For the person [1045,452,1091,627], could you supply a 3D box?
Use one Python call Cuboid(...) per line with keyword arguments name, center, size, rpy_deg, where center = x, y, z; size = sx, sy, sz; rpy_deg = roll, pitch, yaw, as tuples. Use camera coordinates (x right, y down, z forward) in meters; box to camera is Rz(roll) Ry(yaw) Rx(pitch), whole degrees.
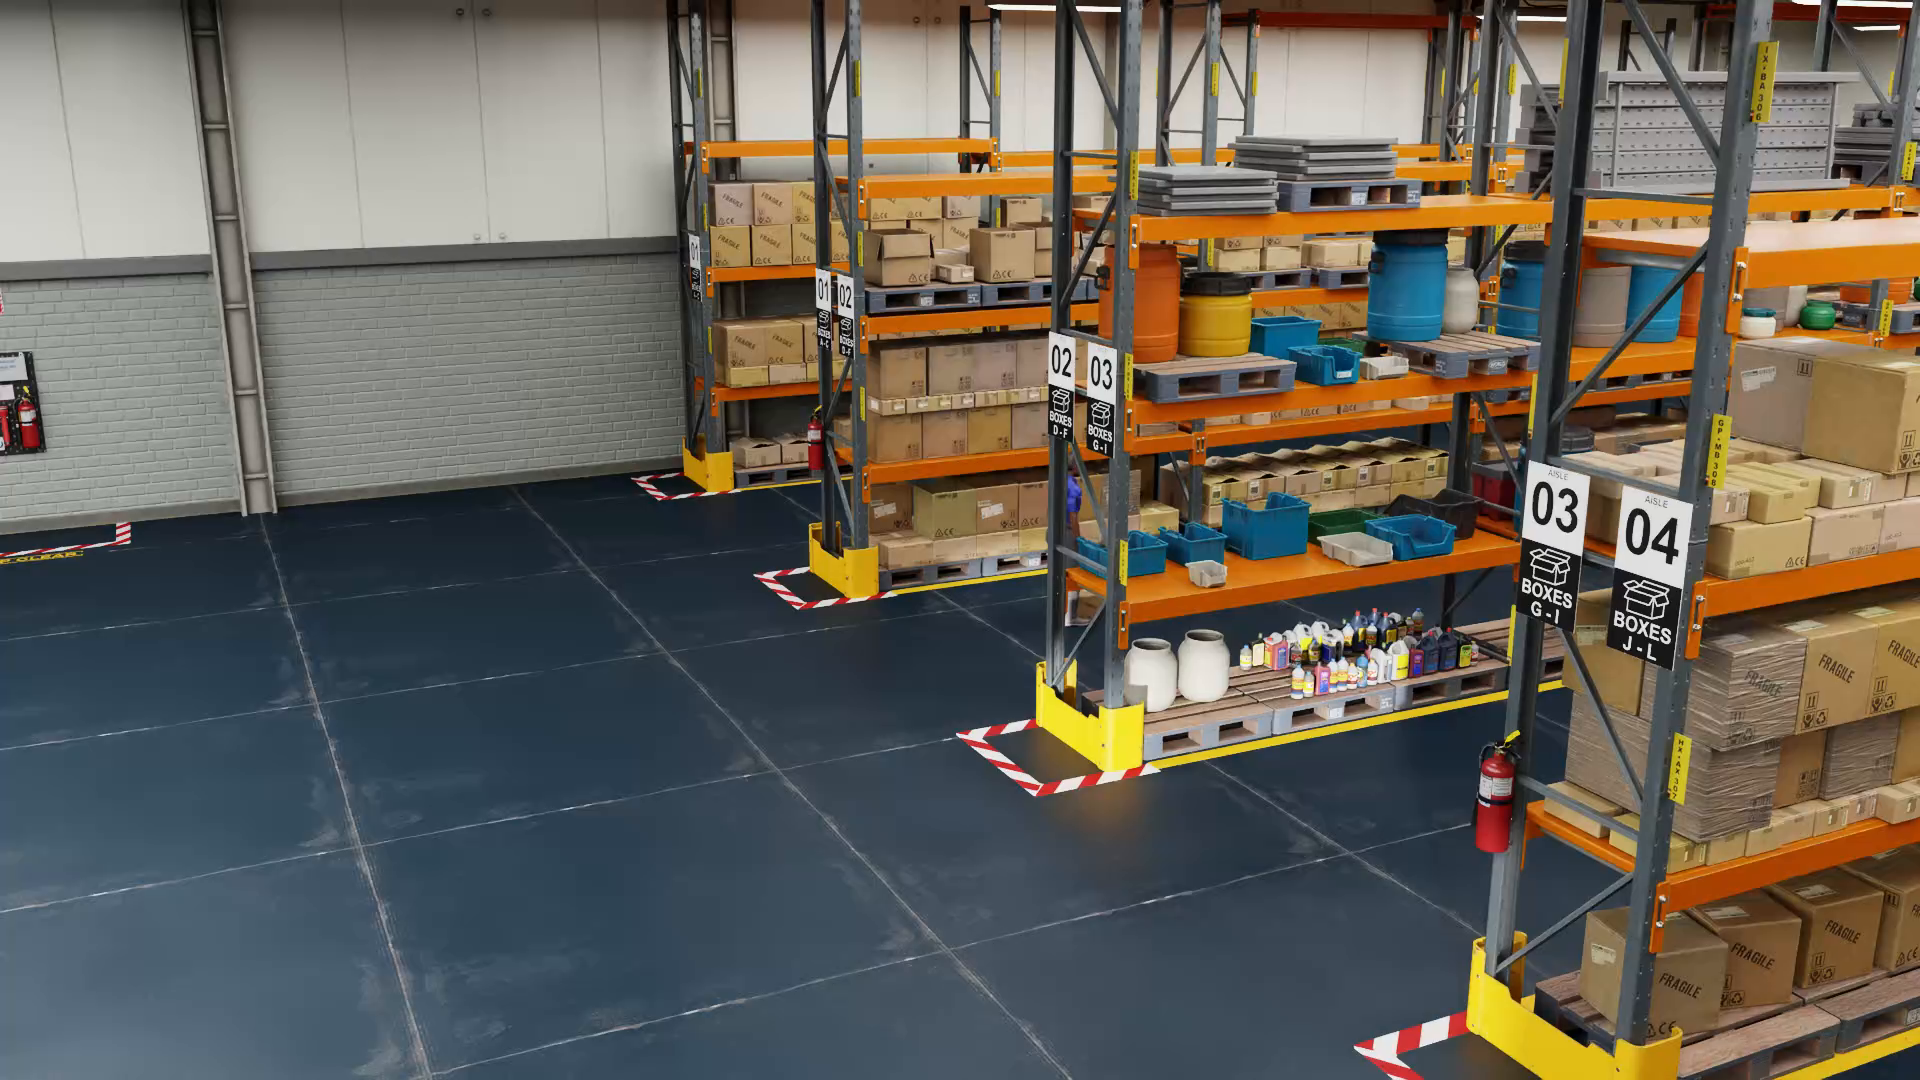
Cuboid(name="person", center=(1.014, -0.018, 15.840), size=(0.348, 1.653, 0.513), rpy_deg=(-8, 17, -27))
